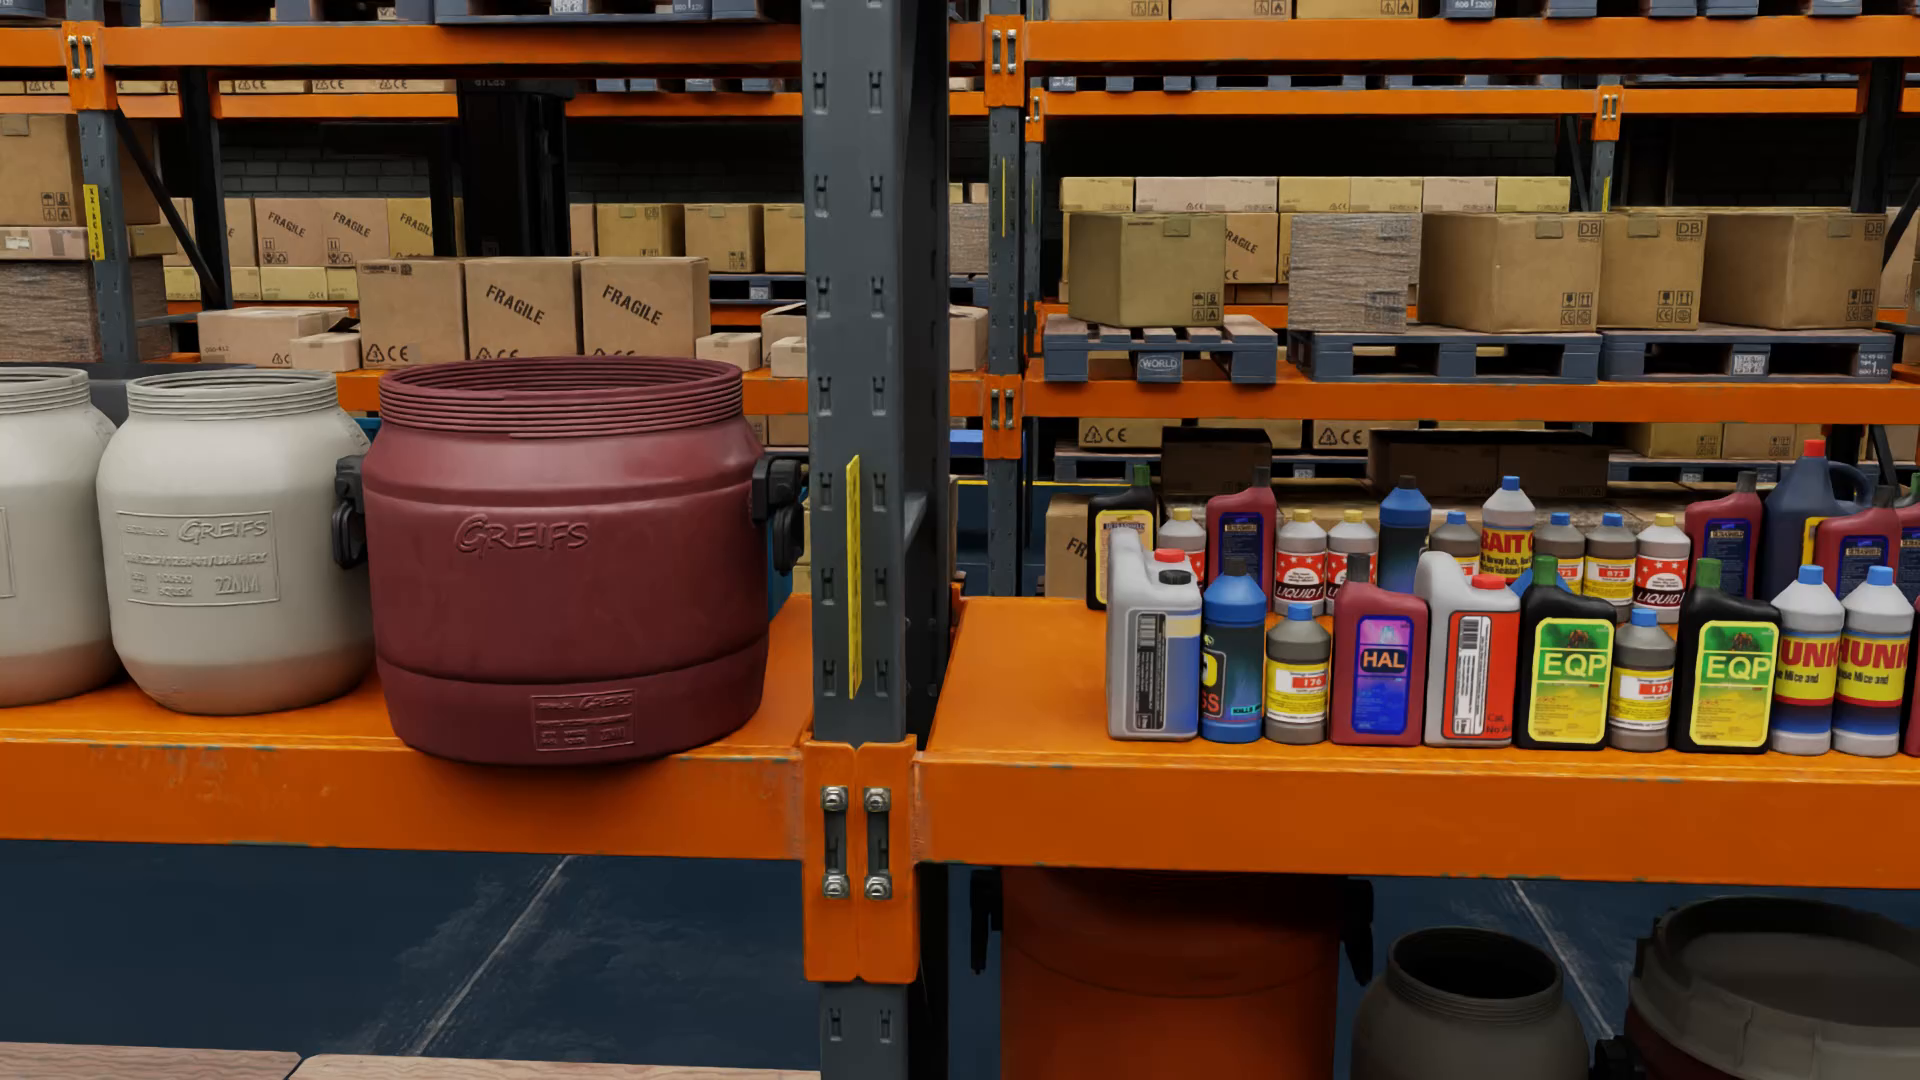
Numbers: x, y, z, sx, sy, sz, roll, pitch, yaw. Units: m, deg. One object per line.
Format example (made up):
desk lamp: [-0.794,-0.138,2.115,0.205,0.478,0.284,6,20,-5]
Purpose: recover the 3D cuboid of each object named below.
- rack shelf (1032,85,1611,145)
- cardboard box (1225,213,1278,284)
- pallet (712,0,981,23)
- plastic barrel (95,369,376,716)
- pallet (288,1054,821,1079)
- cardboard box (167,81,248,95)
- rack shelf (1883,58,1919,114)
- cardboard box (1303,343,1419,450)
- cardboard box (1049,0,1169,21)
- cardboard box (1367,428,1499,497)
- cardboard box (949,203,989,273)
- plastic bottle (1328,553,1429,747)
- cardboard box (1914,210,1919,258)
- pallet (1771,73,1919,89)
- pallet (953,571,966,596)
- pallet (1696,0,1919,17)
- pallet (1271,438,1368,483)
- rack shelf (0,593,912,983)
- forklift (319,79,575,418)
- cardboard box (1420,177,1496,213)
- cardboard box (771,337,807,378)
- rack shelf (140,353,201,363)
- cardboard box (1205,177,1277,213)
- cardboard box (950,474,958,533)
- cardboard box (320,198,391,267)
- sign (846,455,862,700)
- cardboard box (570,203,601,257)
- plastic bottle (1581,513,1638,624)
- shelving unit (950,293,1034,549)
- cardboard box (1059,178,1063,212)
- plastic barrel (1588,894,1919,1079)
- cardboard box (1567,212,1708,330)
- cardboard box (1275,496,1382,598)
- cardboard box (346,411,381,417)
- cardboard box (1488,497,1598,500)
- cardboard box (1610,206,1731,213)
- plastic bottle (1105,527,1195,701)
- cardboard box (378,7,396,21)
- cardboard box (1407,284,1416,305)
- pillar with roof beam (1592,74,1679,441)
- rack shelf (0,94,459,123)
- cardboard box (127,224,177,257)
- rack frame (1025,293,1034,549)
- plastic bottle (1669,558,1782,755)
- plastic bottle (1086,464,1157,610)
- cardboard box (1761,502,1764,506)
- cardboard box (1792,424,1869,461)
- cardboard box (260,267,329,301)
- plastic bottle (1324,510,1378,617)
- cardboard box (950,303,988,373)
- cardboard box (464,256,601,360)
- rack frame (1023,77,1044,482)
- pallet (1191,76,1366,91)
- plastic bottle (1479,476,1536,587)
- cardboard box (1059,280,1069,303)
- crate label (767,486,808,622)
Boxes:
rack shelf: [2.541,-3.094,12.165,4.000,0.370,1.077,1,12,4]
cardboard box: [2.030,-2.135,12.128,0.500,0.500,0.500,1,12,4]
pallet: [-0.465,-2.360,7.360,1.003,0.211,1.213,1,12,6]
plastic barrel: [-1.157,-0.007,2.701,0.421,0.512,0.421,0,12,0]
pallet: [-0.887,1.365,3.228,1.213,0.211,1.003,1,12,4]
cardboard box: [-5.532,-3.562,12.353,0.500,0.500,0.500,2,12,7]
rack shelf: [6.205,-2.027,7.065,4.000,0.370,1.077,1,12,4]
cardboard box: [2.993,-1.098,12.416,0.750,0.750,0.750,1,12,5]
cardboard box: [0.656,-2.511,7.378,0.500,0.500,0.910,1,12,4]
cardboard box: [2.245,-0.374,7.931,0.500,0.250,0.500,1,12,3]
cardboard box: [0.076,-2.274,12.495,0.500,0.500,0.700,-1,12,-3]
plastic bottle: [0.619,0.161,2.456,0.133,0.283,0.061,1,12,4]
cardboard box: [4.731,-1.523,7.537,0.500,0.500,0.500,1,12,4]
pallet: [6.567,-3.345,11.823,1.213,0.211,1.003,1,12,4]
pallet: [-0.600,0.352,8.069,1.213,0.211,1.003,1,12,4]
pallet: [3.564,-2.338,7.253,1.003,0.211,1.213,1,12,4]
pallet: [2.541,-0.597,12.607,1.213,0.211,1.003,1,12,4]
rack shelf: [-2.112,0.343,3.058,4.000,0.370,1.077,1,12,4]
forklift: [-3.212,-1.505,10.304,3.031,2.935,1.130,1,12,6]
cardboard box: [3.544,-2.485,11.972,0.500,0.250,0.500,1,12,5]
cardboard box: [-0.697,-0.826,7.506,0.250,0.149,0.380,1,12,4]
rack shelf: [-5.768,-0.723,8.157,4.000,0.370,1.077,1,12,4]
cardboard box: [2.017,-2.505,12.065,0.500,0.250,0.500,1,12,4]
cardboard box: [-0.284,-0.195,8.193,0.500,0.311,0.500,1,12,6]
cardboard box: [-4.436,-2.313,12.483,0.500,0.500,0.500,1,12,3]
sign: [-0.146,0.051,2.299,0.005,0.325,0.100,1,12,4]
cardboard box: [-2.940,-2.311,12.669,0.500,0.500,0.700,1,12,4]
plastic bottle: [1.243,0.051,3.186,0.097,0.201,0.097,0,12,0]
shelving unit: [-0.085,-0.735,10.120,1.048,1.500,0.538,1,12,4]
cardboard box: [1.016,-2.624,12.633,0.500,0.250,0.500,1,12,5]
plastic barrel: [1.500,1.012,2.968,0.708,0.588,0.600,1,12,4]
cardboard box: [3.062,-1.242,7.609,0.500,0.500,0.700,3,12,13]
cardboard box: [1.676,0.093,7.527,0.500,0.500,0.500,1,12,3]
cardboard box: [-4.483,-1.058,13.031,0.500,0.500,0.500,0,12,-1]
cardboard box: [2.712,0.000,7.974,0.500,0.500,0.500,1,12,4]
cardboard box: [5.077,-2.087,12.185,0.700,0.700,0.980,1,12,5]
plastic bottle: [0.304,0.120,2.671,0.135,0.276,0.152,1,12,4]
cardboard box: [-3.963,-4.028,12.137,0.500,0.500,0.500,0,12,-1]
cardboard box: [3.165,-1.804,12.132,0.250,0.149,0.380,1,12,4]
pillar with roof beam: [5.005,-4.175,8.248,0.400,9.000,9.100,1,12,4]
rack shelf: [-5.441,-3.204,12.688,4.000,0.370,1.077,1,12,4]
cardboard box: [-4.028,-1.458,8.083,0.250,0.149,0.380,1,12,4]
rack frame: [0.422,-0.728,10.087,0.032,1.500,0.500,1,12,4]
plastic bottle: [1.116,0.168,2.423,0.133,0.283,0.061,1,12,4]
plastic bottle: [0.316,-0.006,3.256,0.133,0.283,0.061,1,12,4]
cardboard box: [3.698,0.121,7.393,0.500,0.500,0.500,1,12,3]
cardboard box: [6.289,-0.887,12.260,0.500,0.500,0.700,1,12,5]
cardboard box: [-4.937,-1.953,12.598,0.500,0.250,0.500,1,12,3]
plastic bottle: [0.757,0.044,3.217,0.097,0.201,0.097,0,12,0]
cardboard box: [-0.141,-0.964,7.767,0.500,0.311,0.500,2,12,7]
cardboard box: [-1.982,-1.069,7.809,0.500,0.500,0.500,1,12,4]
rack frame: [0.546,-2.005,12.529,0.127,3.000,1.000,1,12,4]
pallet: [2.308,-3.369,12.181,1.213,0.211,1.003,1,12,6]
plastic bottle: [1.049,0.014,3.191,0.097,0.271,0.097,0,12,0]
cardboard box: [0.859,-1.840,12.305,0.250,0.149,0.380,1,12,3]
crate label: [-0.511,0.018,3.265,0.416,0.233,0.303,1,12,4]
